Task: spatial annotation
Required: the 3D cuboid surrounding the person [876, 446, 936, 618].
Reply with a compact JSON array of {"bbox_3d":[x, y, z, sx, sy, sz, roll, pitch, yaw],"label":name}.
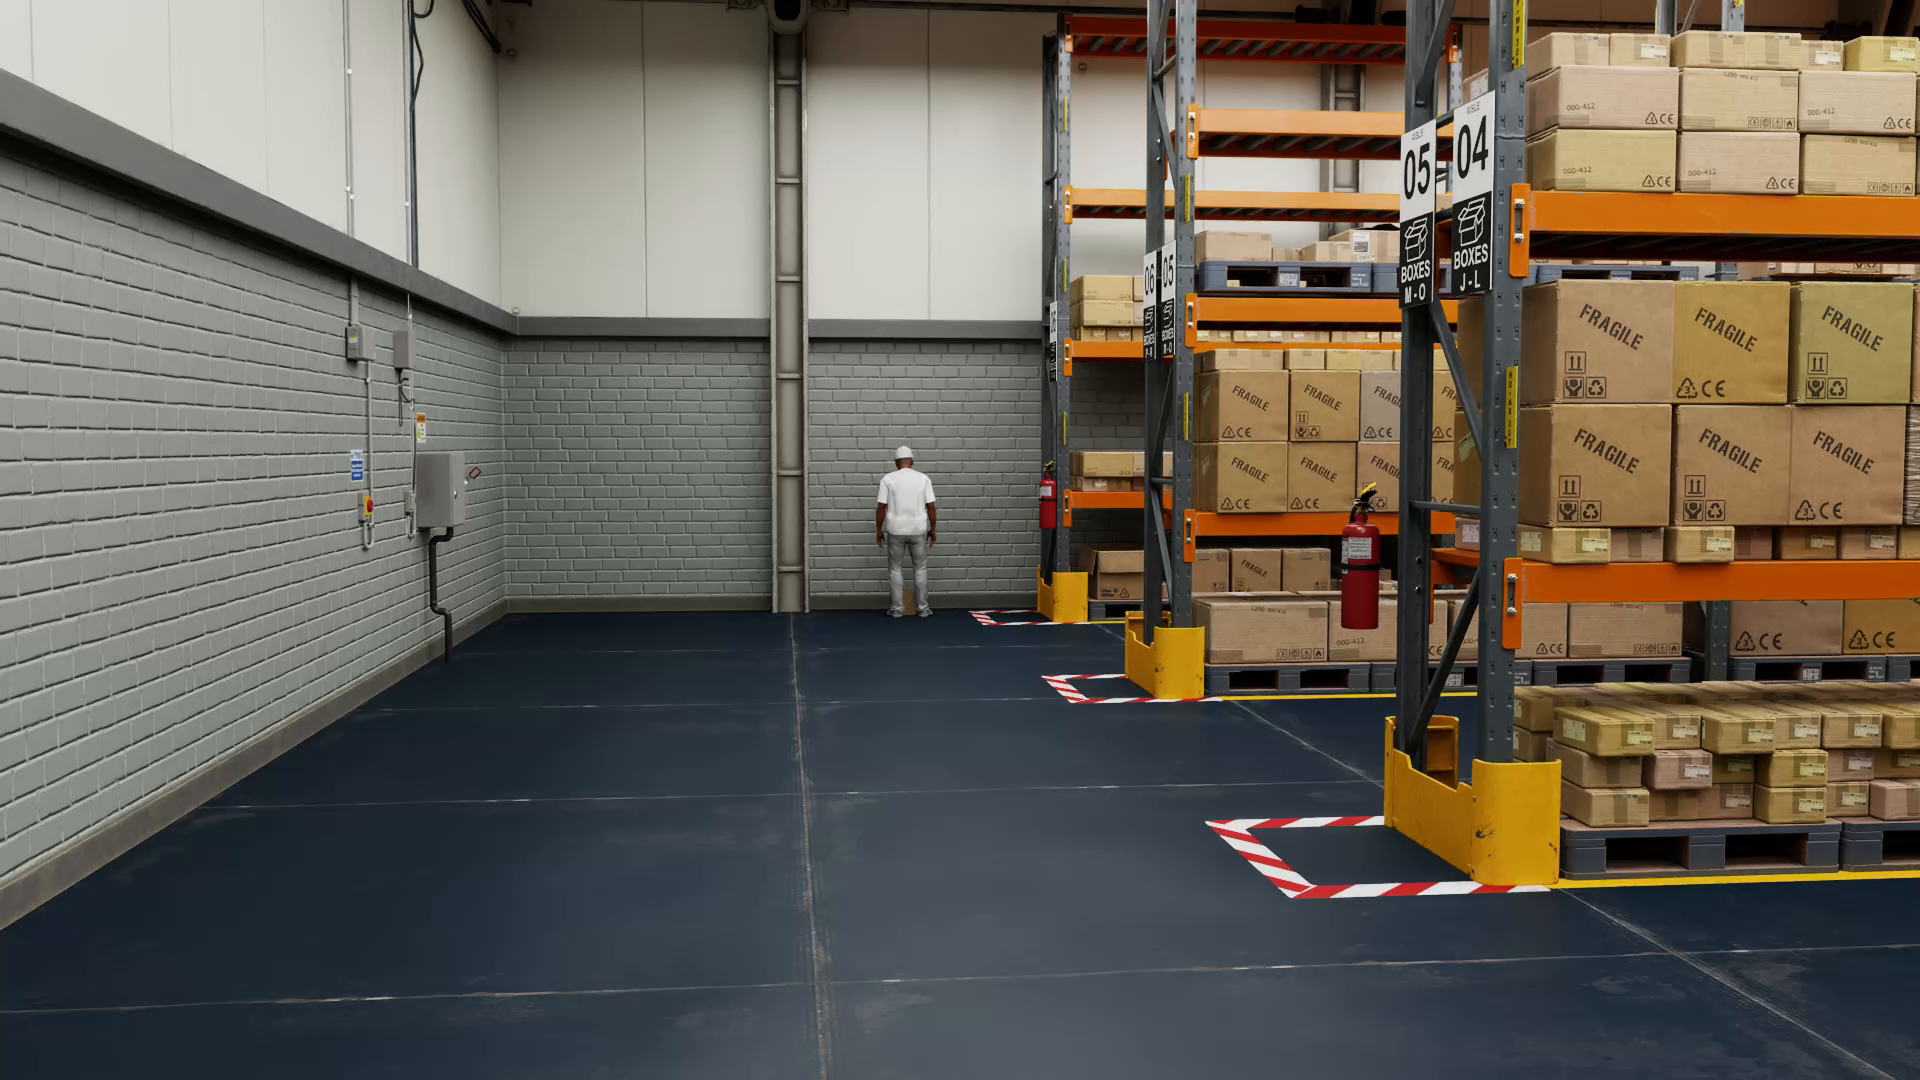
[{"bbox_3d":[-0.554,-0.088,17.145,0.626,1.761,0.458,0,3,-6],"label":"person"}]
